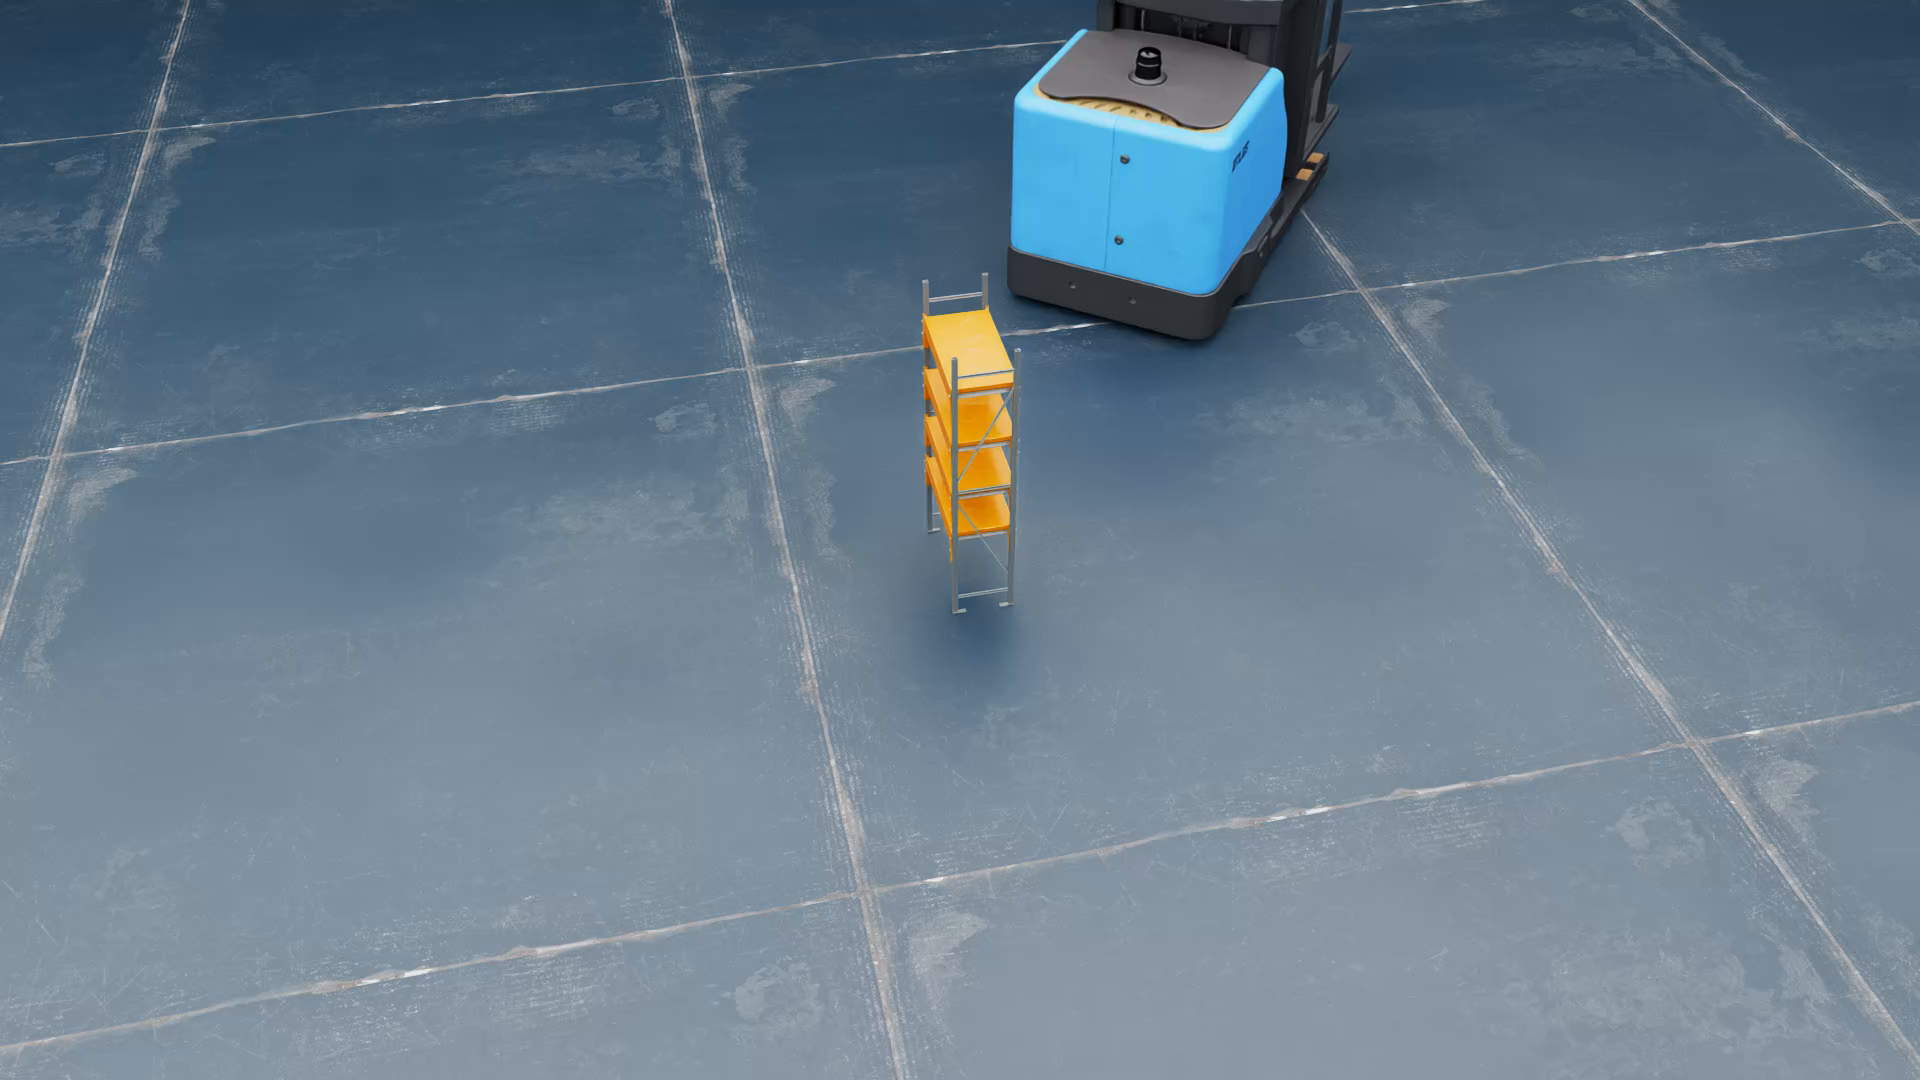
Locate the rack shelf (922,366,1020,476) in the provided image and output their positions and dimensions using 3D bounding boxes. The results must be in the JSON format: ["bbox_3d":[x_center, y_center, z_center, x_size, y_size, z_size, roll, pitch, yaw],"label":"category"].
[{"bbox_3d":[0.036,-0.458,6.127,0.258,0.148,0.480,-8,42,-9],"label":"rack shelf"}]

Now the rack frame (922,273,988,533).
[{"bbox_3d":[-0.017,-0.500,6.409,0.240,1.200,0.015,-8,42,-9],"label":"rack frame"}]

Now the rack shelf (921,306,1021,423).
[{"bbox_3d":[0.036,-0.635,5.970,0.258,0.148,0.480,-8,42,-9],"label":"rack shelf"}]

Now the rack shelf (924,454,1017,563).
[{"bbox_3d":[0.036,-0.143,6.407,0.258,0.148,0.480,-8,42,-9],"label":"rack shelf"}]

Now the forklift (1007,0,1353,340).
[{"bbox_3d":[1.319,-2.999,7.921,1.130,2.935,3.031,18,45,19],"label":"forklift"}]

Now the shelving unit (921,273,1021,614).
[{"bbox_3d":[0.036,-0.341,6.231,0.258,1.200,0.503,-8,42,-9],"label":"shelving unit"}]

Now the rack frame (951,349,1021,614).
[{"bbox_3d":[0.088,-0.183,6.053,0.240,1.200,0.015,-8,42,-9],"label":"rack frame"}]

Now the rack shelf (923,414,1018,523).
[{"bbox_3d":[0.036,-0.291,6.275,0.258,0.148,0.480,-8,42,-9],"label":"rack shelf"}]
